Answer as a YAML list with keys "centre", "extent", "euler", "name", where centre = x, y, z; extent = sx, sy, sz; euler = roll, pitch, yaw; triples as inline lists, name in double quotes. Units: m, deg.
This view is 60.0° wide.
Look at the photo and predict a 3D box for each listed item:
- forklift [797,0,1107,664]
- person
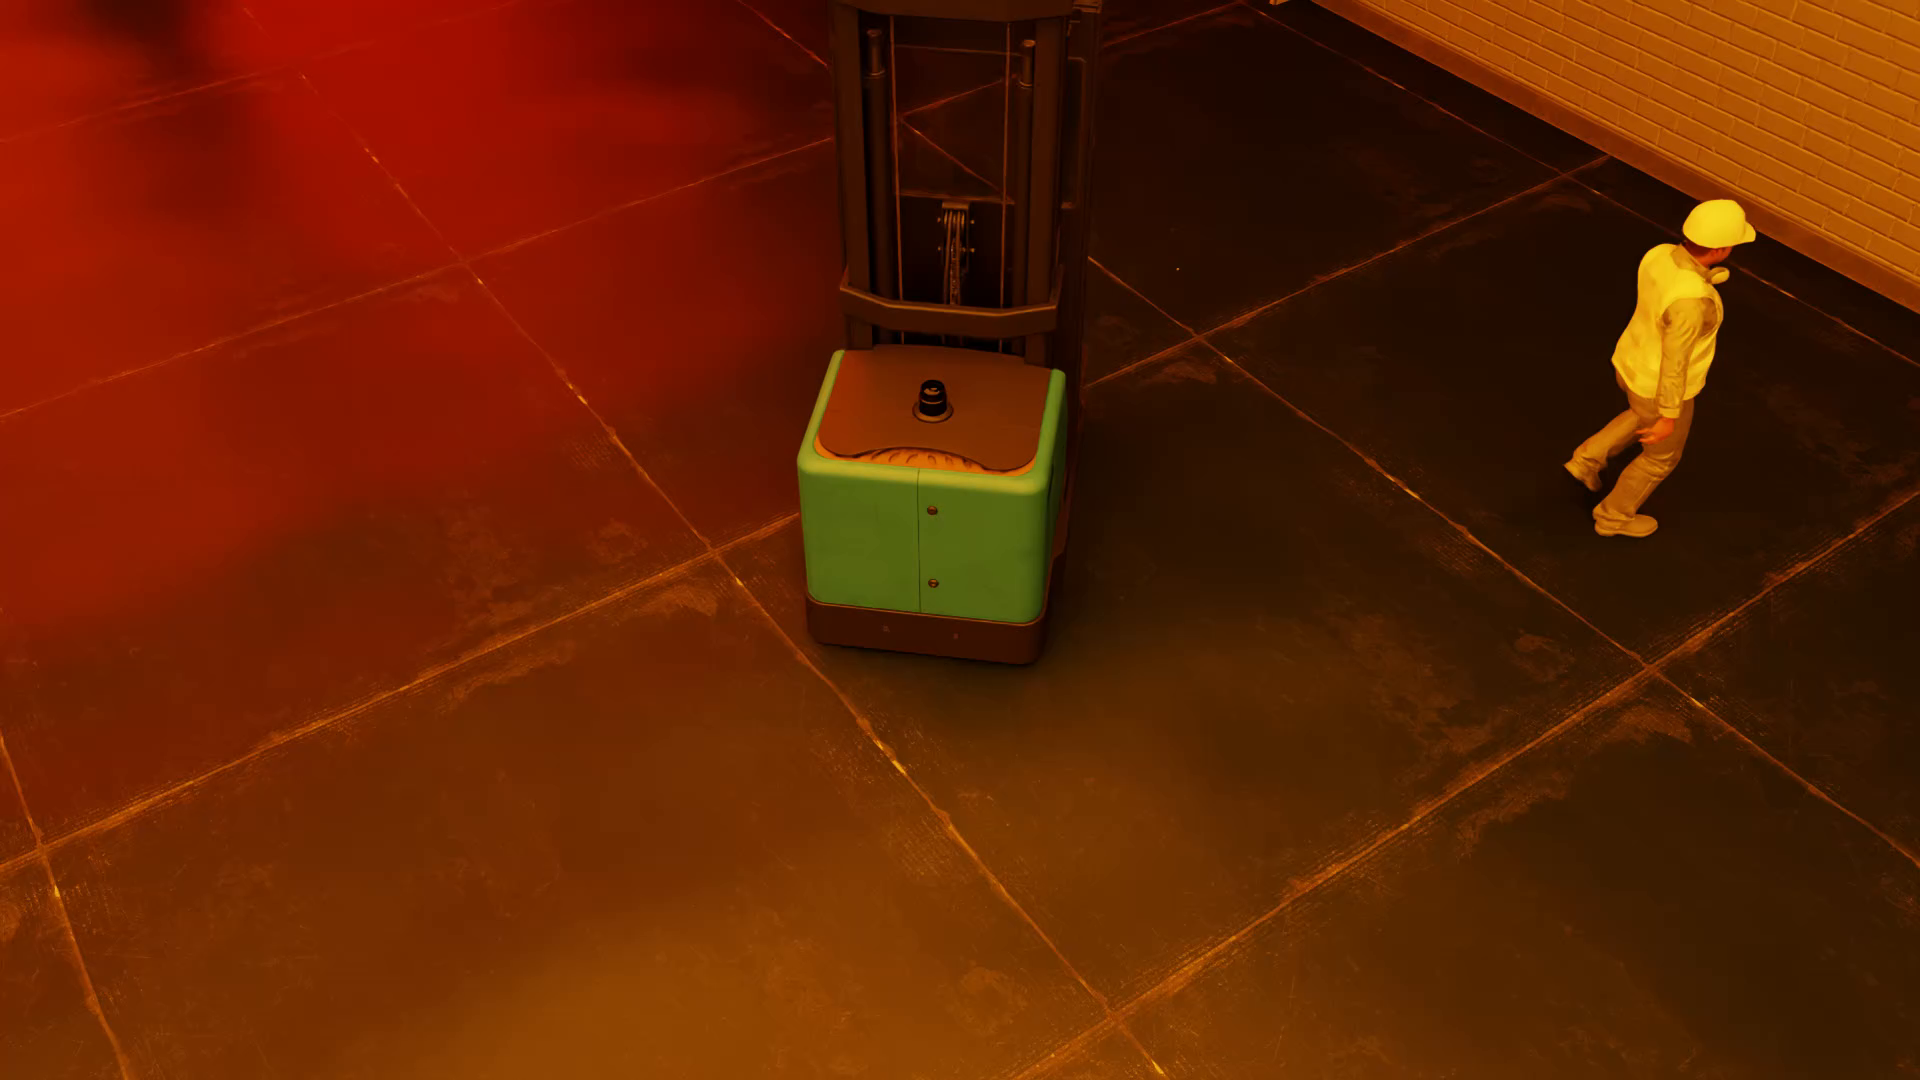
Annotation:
- centre: [0.054, -1.545, 7.392]
  extent: [1.130, 2.935, 3.031]
  euler: [6, 43, 6]
  name: "forklift"
- centre: [3.130, -0.749, 7.398]
  extent: [0.473, 1.753, 0.699]
  euler: [-3, 43, -3]
  name: "person"
